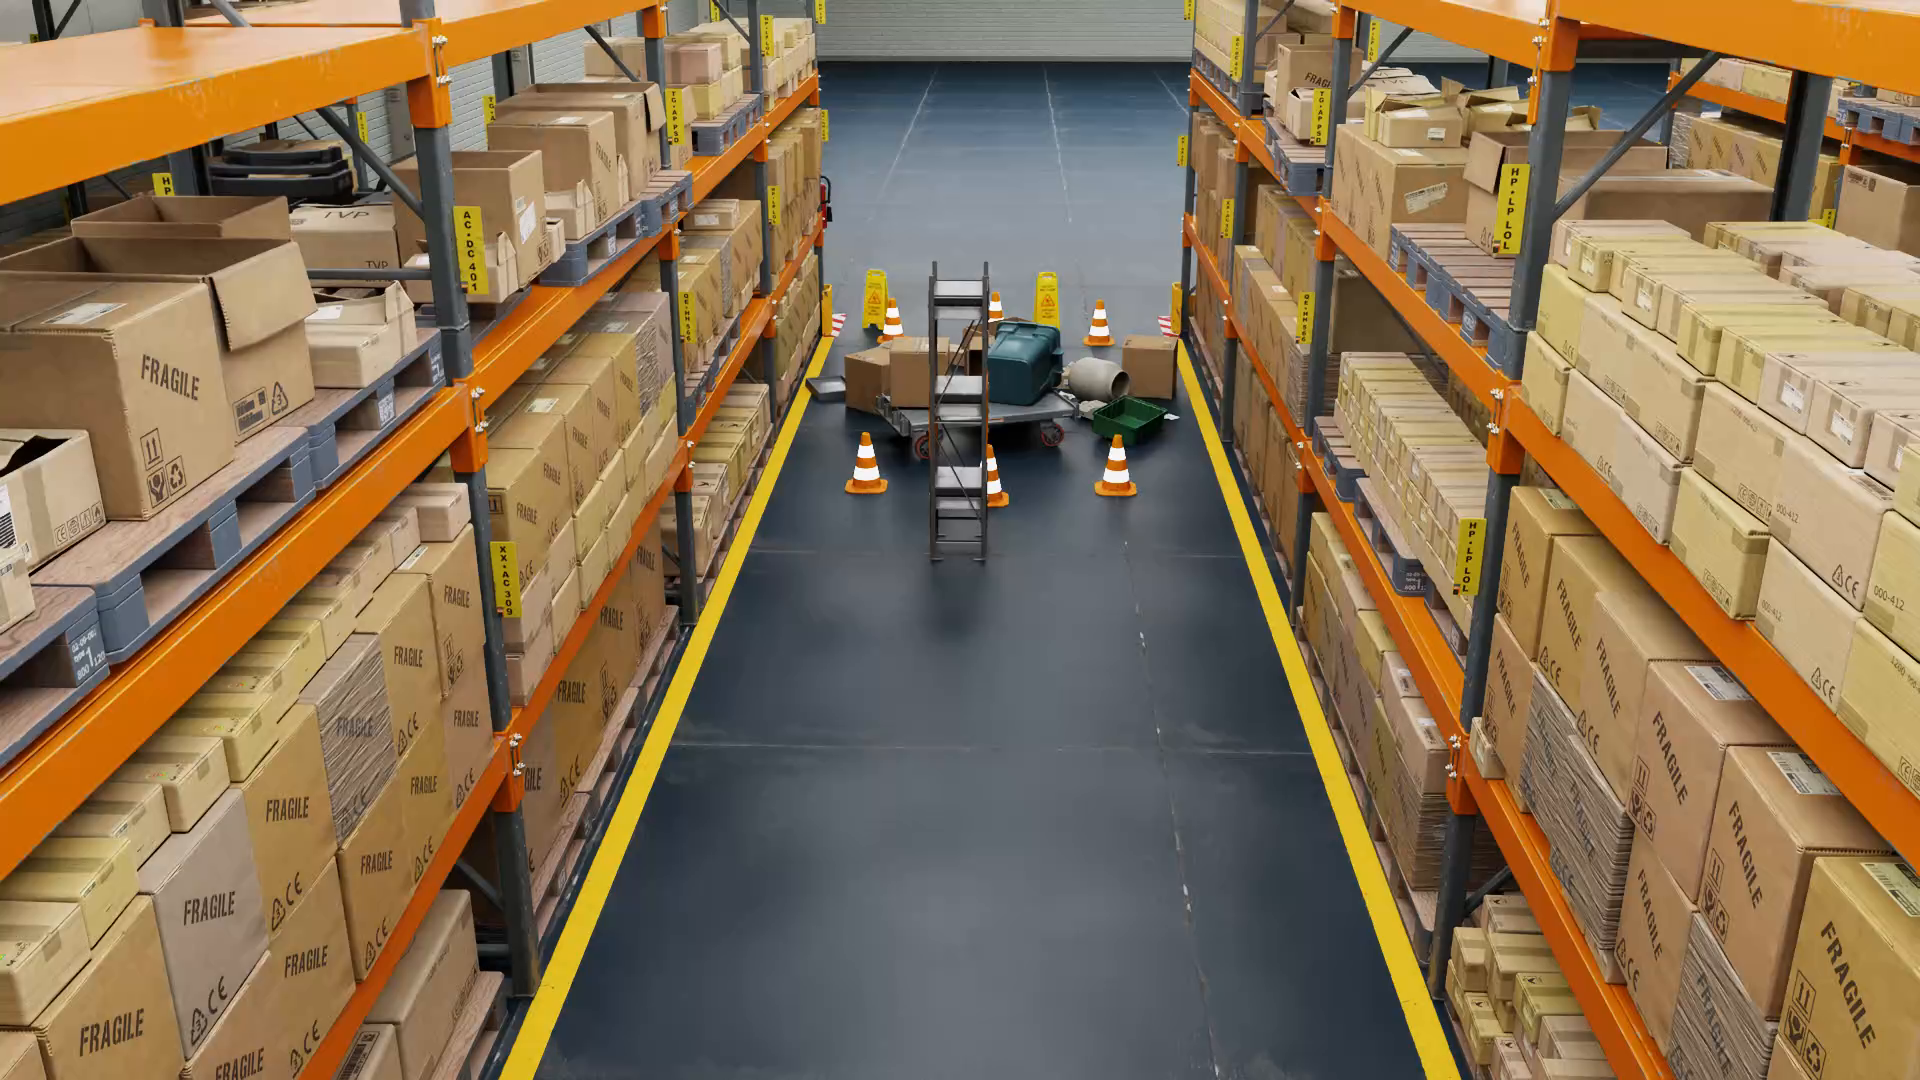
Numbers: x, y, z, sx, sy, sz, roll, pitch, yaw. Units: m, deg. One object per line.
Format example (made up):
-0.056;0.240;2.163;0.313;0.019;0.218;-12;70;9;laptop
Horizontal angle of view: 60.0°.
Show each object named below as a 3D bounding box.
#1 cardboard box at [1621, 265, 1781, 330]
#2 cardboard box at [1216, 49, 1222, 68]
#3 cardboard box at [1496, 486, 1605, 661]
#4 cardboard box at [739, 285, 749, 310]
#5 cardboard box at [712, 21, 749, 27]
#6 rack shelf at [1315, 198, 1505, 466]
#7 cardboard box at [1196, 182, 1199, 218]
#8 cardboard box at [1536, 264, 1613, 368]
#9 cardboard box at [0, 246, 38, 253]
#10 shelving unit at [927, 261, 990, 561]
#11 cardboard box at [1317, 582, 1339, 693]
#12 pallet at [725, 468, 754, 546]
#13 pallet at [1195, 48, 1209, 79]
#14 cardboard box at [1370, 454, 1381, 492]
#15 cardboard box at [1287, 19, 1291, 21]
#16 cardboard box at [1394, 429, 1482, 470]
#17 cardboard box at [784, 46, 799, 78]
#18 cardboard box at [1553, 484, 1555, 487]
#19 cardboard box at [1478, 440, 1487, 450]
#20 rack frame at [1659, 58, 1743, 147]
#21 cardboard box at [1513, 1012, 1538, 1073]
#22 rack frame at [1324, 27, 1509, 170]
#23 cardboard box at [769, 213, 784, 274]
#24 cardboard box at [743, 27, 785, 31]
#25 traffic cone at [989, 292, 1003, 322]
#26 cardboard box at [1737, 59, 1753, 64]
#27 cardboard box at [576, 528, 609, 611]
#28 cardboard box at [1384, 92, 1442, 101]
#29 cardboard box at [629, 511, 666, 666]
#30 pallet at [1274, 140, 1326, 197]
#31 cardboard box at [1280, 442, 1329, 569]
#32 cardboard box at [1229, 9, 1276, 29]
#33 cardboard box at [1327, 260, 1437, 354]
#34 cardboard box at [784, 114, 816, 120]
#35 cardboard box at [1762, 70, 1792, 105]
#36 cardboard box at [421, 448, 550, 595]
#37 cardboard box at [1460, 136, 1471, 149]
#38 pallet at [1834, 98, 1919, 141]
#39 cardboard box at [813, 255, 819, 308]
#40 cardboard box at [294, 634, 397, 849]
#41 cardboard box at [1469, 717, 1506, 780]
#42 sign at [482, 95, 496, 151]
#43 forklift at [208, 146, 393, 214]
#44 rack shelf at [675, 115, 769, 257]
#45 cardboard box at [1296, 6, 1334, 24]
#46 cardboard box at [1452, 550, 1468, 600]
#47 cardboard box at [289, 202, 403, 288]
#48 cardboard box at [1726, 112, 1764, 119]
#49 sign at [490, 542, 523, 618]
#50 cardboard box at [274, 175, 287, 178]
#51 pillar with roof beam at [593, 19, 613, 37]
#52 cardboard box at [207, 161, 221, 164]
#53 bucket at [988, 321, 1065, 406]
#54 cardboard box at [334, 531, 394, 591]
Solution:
2.281;-0.749;5.130;0.380;0.149;0.250;0;21;0;cardboard box
2.550;-4.399;15.201;0.380;0.149;0.250;0;21;1;cardboard box
2.321;0.122;6.135;0.500;0.500;0.500;1;21;3;cardboard box
-1.871;-1.906;13.061;0.380;0.149;0.250;1;21;2;cardboard box
-2.283;-5.089;16.597;0.380;0.149;0.250;1;21;2;cardboard box
2.639;-1.173;8.253;1.077;0.370;4.000;1;21;2;rack shelf
2.977;-3.661;17.610;0.875;0.550;0.550;1;21;2;cardboard box
2.324;-0.777;5.754;0.500;0.250;0.500;1;21;3;cardboard box
-7.405;-2.206;13.032;0.380;0.149;0.250;1;21;2;cardboard box
-0.005;-0.919;11.995;0.431;2.100;0.503;1;21;2;shelving unit
2.412;0.571;9.785;0.500;0.500;0.500;1;21;2;cardboard box
-2.186;-0.273;12.942;1.003;0.211;1.213;1;21;2;pallet
2.931;-4.814;16.766;1.003;0.211;1.213;1;21;2;pallet
2.456;-0.364;9.086;0.380;0.149;0.250;1;21;3;cardboard box
3.160;-4.710;15.453;0.500;0.250;0.500;1;21;2;cardboard box
2.443;-0.459;8.509;0.380;0.149;0.250;0;21;1;cardboard box
-1.794;-4.471;15.553;0.500;0.250;0.500;1;21;2;cardboard box
3.080;-0.256;7.987;0.380;0.149;0.250;0;21;1;cardboard box
3.116;-0.455;9.323;0.380;0.149;0.250;0;21;1;cardboard box
7.898;-3.634;17.749;1.000;3.000;0.127;1;21;2;rack frame
2.358;1.916;6.392;0.380;0.149;0.250;1;21;1;cardboard box
2.700;-3.630;9.444;1.000;3.000;0.127;1;21;2;rack frame
-1.837;-2.638;14.633;0.500;0.500;0.500;1;21;1;cardboard box
-1.866;-4.812;15.882;0.380;0.149;0.250;0;21;0;cardboard box
0.389;-2.502;18.337;0.336;0.463;0.334;1;21;2;traffic cone
7.585;-4.582;15.700;0.380;0.149;0.250;0;21;-1;cardboard box
-2.050;0.137;8.237;0.500;0.250;0.500;0;21;1;cardboard box
2.942;-2.692;10.577;0.500;0.311;0.500;1;21;2;cardboard box
-2.355;0.193;10.242;0.875;0.875;0.875;0;21;1;cardboard box
2.667;-2.377;10.622;1.213;0.211;1.003;2;21;4;pallet
2.808;-0.199;11.425;1.050;0.750;0.750;0;21;1;cardboard box
2.530;-4.493;14.340;0.380;0.149;0.250;1;21;2;cardboard box
2.724;-1.508;10.748;0.700;0.500;0.500;1;21;1;cardboard box
-1.828;-4.025;16.824;0.700;0.500;0.500;1;21;2;cardboard box
7.566;-4.057;14.900;0.500;0.250;0.500;0;21;1;cardboard box
-2.072;-0.073;7.051;0.500;0.500;0.500;1;21;2;cardboard box
2.934;-1.888;8.963;0.500;0.500;0.500;1;21;2;cardboard box
7.651;-3.277;12.941;1.213;0.211;1.003;1;21;2;pallet
-1.771;-2.714;17.562;0.500;0.500;0.500;1;21;2;cardboard box
-2.140;0.624;5.254;0.500;0.500;0.500;1;21;2;cardboard box
2.243;0.829;6.592;0.380;0.149;0.250;1;21;4;cardboard box
-2.793;-2.497;9.956;0.100;0.325;0.005;1;21;2;sign
-4.587;-1.441;12.192;1.130;2.935;3.031;1;21;2;forklift
-2.190;-2.637;12.026;1.077;0.370;4.000;1;21;2;rack shelf
3.202;-4.671;14.801;0.380;0.149;0.250;1;21;2;cardboard box
2.400;0.155;7.339;0.380;0.149;0.250;1;21;2;cardboard box
-2.556;-1.278;7.073;0.500;0.311;0.500;1;21;2;cardboard box
8.128;-4.084;16.977;0.500;0.500;0.500;1;21;2;cardboard box
-1.818;0.160;6.663;0.100;0.325;0.005;1;21;2;sign
-6.810;-3.598;16.209;0.380;0.149;0.250;1;21;2;cardboard box
-3.041;-12.813;33.110;9.100;9.000;0.400;1;21;2;pillar with roof beam
-7.268;-3.606;16.231;0.380;0.149;0.250;1;21;2;cardboard box
0.521;-1.536;14.766;0.726;0.611;0.620;8;33;20;bucket
-2.198;0.079;5.761;0.380;0.149;0.250;1;21;2;cardboard box
